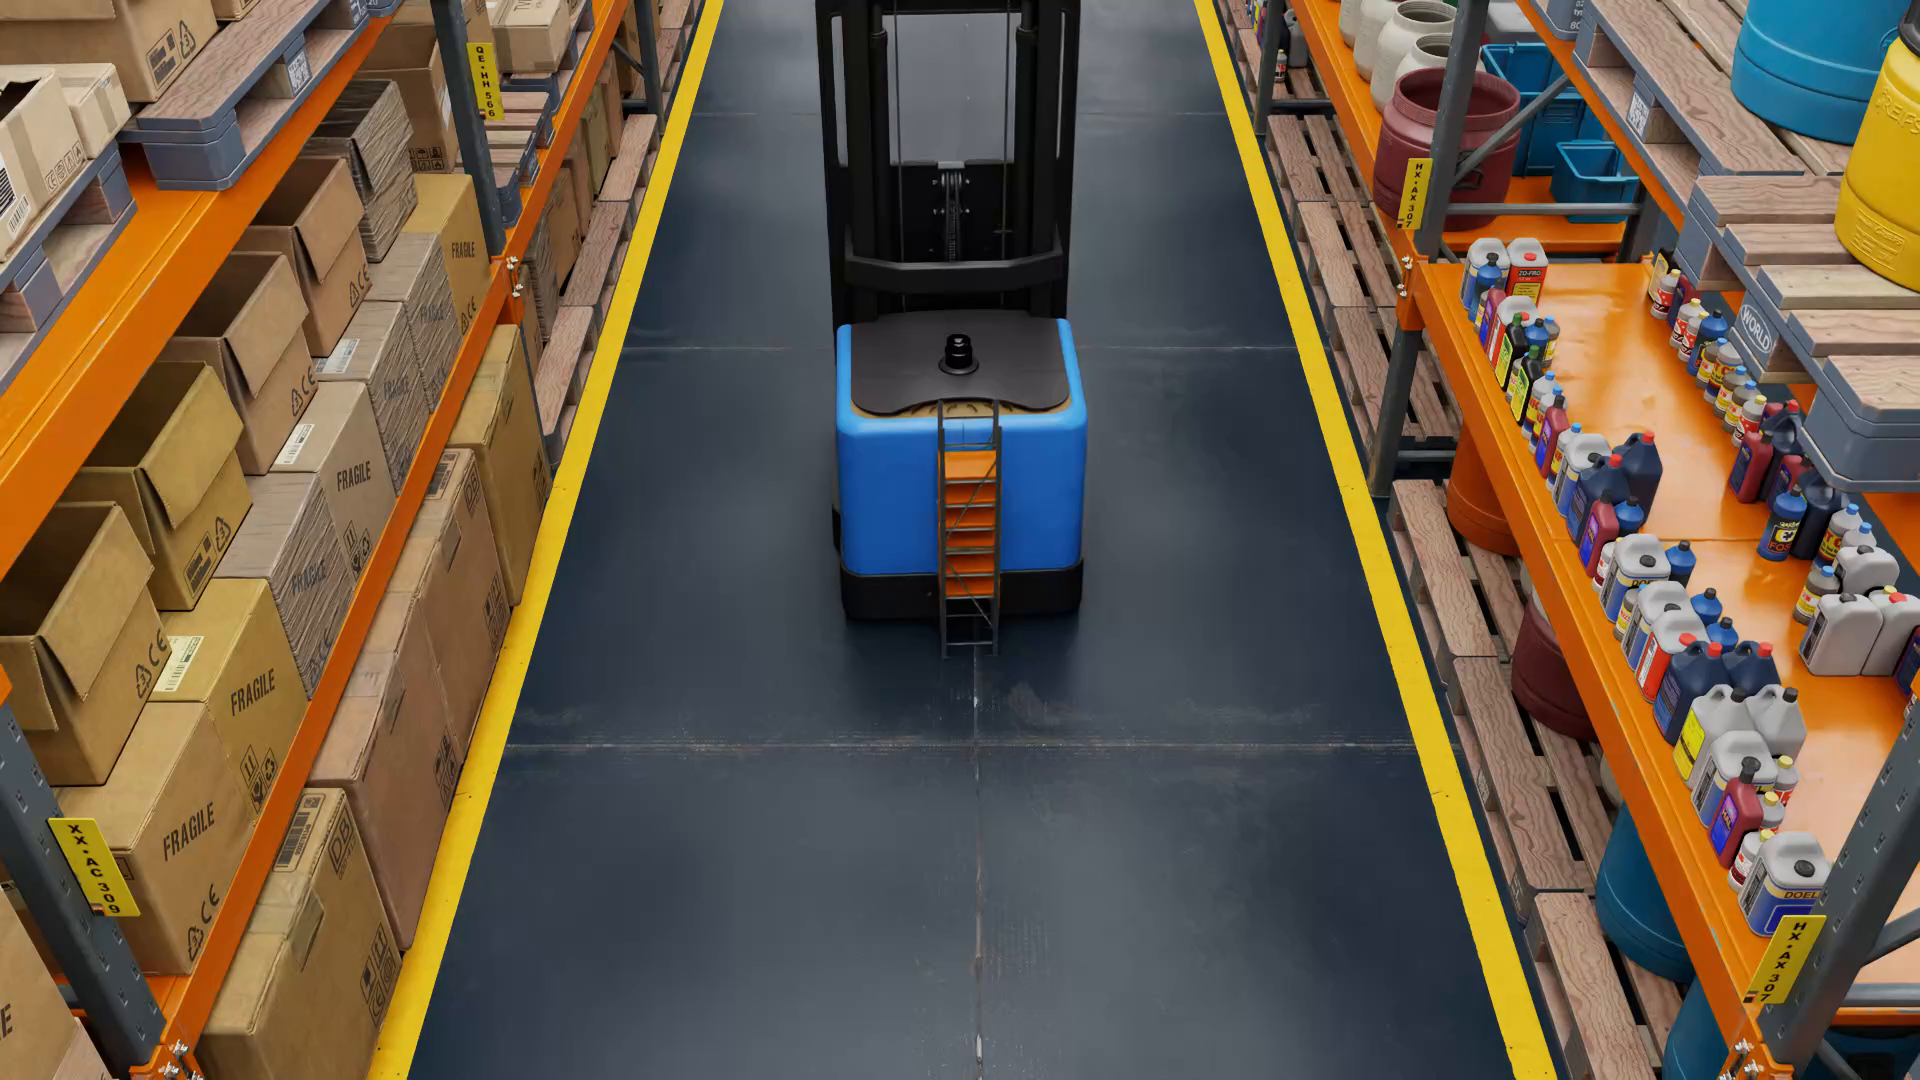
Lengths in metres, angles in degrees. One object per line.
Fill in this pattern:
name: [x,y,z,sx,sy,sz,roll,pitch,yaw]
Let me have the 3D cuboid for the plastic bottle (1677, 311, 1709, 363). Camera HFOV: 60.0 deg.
plastic bottle: [2.885,-0.799,6.507,0.097,0.201,0.097,0,39,0]

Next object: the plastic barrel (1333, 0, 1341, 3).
plastic barrel: [2.253,-3.363,9.439,0.433,0.535,0.433,0,39,0]

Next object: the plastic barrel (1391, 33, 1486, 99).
plastic barrel: [2.261,-2.093,7.874,0.421,0.512,0.421,0,39,0]

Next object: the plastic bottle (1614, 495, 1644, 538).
plastic bottle: [2.189,-0.030,5.492,0.097,0.271,0.097,0,39,0]

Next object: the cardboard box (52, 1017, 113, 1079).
cardboard box: [-2.209,1.317,3.590,0.500,0.250,0.500,-1,39,-1]

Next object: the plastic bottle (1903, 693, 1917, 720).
plastic bottle: [2.888,0.460,4.937,0.097,0.201,0.097,0,39,0]

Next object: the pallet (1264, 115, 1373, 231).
pallet: [2.511,-2.329,10.487,1.003,0.211,1.213,0,39,0]

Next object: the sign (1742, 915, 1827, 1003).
sign: [1.931,0.986,3.900,0.100,0.325,0.005,0,39,0]

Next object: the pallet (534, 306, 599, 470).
pallet: [-2.476,-0.803,8.584,1.003,0.211,1.213,0,39,0]

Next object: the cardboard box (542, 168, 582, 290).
cardboard box: [-2.519,-1.720,9.144,0.700,0.500,0.500,3,39,4]

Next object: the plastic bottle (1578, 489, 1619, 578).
plastic bottle: [2.110,-0.023,5.474,0.061,0.283,0.133,0,39,0]

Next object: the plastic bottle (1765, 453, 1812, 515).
plastic bottle: [2.844,-0.195,5.687,0.061,0.283,0.133,0,39,0]

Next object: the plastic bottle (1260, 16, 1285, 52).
plastic bottle: [2.182,-3.568,11.571,0.144,0.351,0.185,-2,39,-2]

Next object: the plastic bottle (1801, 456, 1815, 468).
plastic bottle: [2.905,-0.195,5.687,0.061,0.283,0.133,0,39,0]

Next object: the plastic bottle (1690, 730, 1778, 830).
plastic bottle: [2.157,0.669,4.616,0.152,0.276,0.135,0,39,0]

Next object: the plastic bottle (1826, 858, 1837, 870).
plastic bottle: [2.282,0.914,4.369,0.097,0.201,0.097,0,39,0]

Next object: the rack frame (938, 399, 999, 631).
rack frame: [0.032,-0.079,6.889,0.240,1.200,0.006,-2,39,-2]

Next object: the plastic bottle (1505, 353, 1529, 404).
plastic bottle: [2.127,-0.613,6.275,0.097,0.201,0.097,0,39,0]

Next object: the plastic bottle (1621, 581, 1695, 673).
plastic bottle: [2.156,0.269,5.115,0.152,0.276,0.135,0,39,0]

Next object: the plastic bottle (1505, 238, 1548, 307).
plastic bottle: [2.305,-1.087,6.807,0.152,0.276,0.135,0,39,0]

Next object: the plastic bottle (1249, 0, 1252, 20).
plastic bottle: [2.158,-3.888,12.088,0.097,0.201,0.097,0,39,0]

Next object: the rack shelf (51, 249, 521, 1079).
rack shelf: [-2.475,0.128,5.766,1.077,0.370,4.000,0,39,0]

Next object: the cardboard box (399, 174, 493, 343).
cardboard box: [-2.229,-1.134,6.686,0.500,0.500,0.500,1,39,1]

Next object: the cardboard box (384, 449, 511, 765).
cardboard box: [-2.504,0.251,6.401,1.225,0.875,0.875,0,39,0]

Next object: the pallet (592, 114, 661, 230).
pallet: [-2.479,-2.329,10.488,1.003,0.211,1.213,0,39,0]

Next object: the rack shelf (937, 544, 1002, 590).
rack shelf: [0.037,0.107,6.920,0.258,0.103,0.180,-2,39,-2]

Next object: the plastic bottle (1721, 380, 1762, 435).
plastic bottle: [2.886,-0.495,6.127,0.097,0.201,0.097,0,39,0]

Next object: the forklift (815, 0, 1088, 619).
forklift: [-0.062,-1.704,7.532,1.130,2.935,3.031,-2,39,-2]

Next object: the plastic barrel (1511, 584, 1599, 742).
plastic barrel: [2.495,0.383,6.466,0.600,0.588,0.708,0,39,0]

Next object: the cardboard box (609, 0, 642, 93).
cardboard box: [-2.442,-3.343,11.186,0.500,0.500,0.500,-1,39,-1]

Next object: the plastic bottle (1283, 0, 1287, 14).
plastic bottle: [2.284,-3.760,11.864,0.061,0.283,0.133,0,39,0]

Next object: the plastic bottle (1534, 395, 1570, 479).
plastic bottle: [2.109,-0.368,5.903,0.061,0.283,0.133,0,39,0]

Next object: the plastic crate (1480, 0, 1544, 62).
plastic crate: [2.780,-2.442,8.348,0.402,0.464,0.583,0,39,0]

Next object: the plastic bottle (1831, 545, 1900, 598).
plastic bottle: [2.860,0.129,5.289,0.152,0.276,0.135,0,39,0]

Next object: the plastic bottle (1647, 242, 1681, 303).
plastic bottle: [2.903,-1.108,6.828,0.061,0.283,0.133,0,39,0]

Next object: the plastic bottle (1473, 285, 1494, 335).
plastic bottle: [2.126,-0.925,6.664,0.097,0.201,0.097,0,39,0]

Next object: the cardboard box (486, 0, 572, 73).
cardboard box: [-2.249,-2.557,8.326,0.500,0.250,0.500,-1,39,-1]

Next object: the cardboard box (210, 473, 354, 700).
cardboard box: [-2.224,0.144,5.091,0.500,0.500,0.500,-1,39,-1]

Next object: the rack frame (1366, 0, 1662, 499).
rack frame: [2.476,-1.407,7.106,1.000,3.000,0.127,0,39,0]

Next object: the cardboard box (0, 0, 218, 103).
cardboard box: [-2.453,-1.500,4.406,0.797,0.503,0.637,-1,39,-1]

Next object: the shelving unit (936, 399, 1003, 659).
shelving unit: [0.037,-0.021,6.817,0.258,1.200,0.189,-2,39,-2]

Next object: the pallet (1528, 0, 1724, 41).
pallet: [2.379,-2.025,5.631,1.003,0.211,1.213,0,39,0]

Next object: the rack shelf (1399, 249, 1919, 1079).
rack shelf: [2.478,0.125,5.771,1.077,0.370,4.000,0,39,0]

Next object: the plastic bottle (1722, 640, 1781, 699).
plastic bottle: [2.296,0.424,4.862,0.144,0.351,0.185,0,39,0]

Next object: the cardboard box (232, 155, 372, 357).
cardboard box: [-2.494,-0.969,5.678,0.797,0.503,0.637,1,39,1]

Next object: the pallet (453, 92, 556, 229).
pallet: [-2.584,-1.774,7.718,1.213,0.211,1.003,0,39,0]
